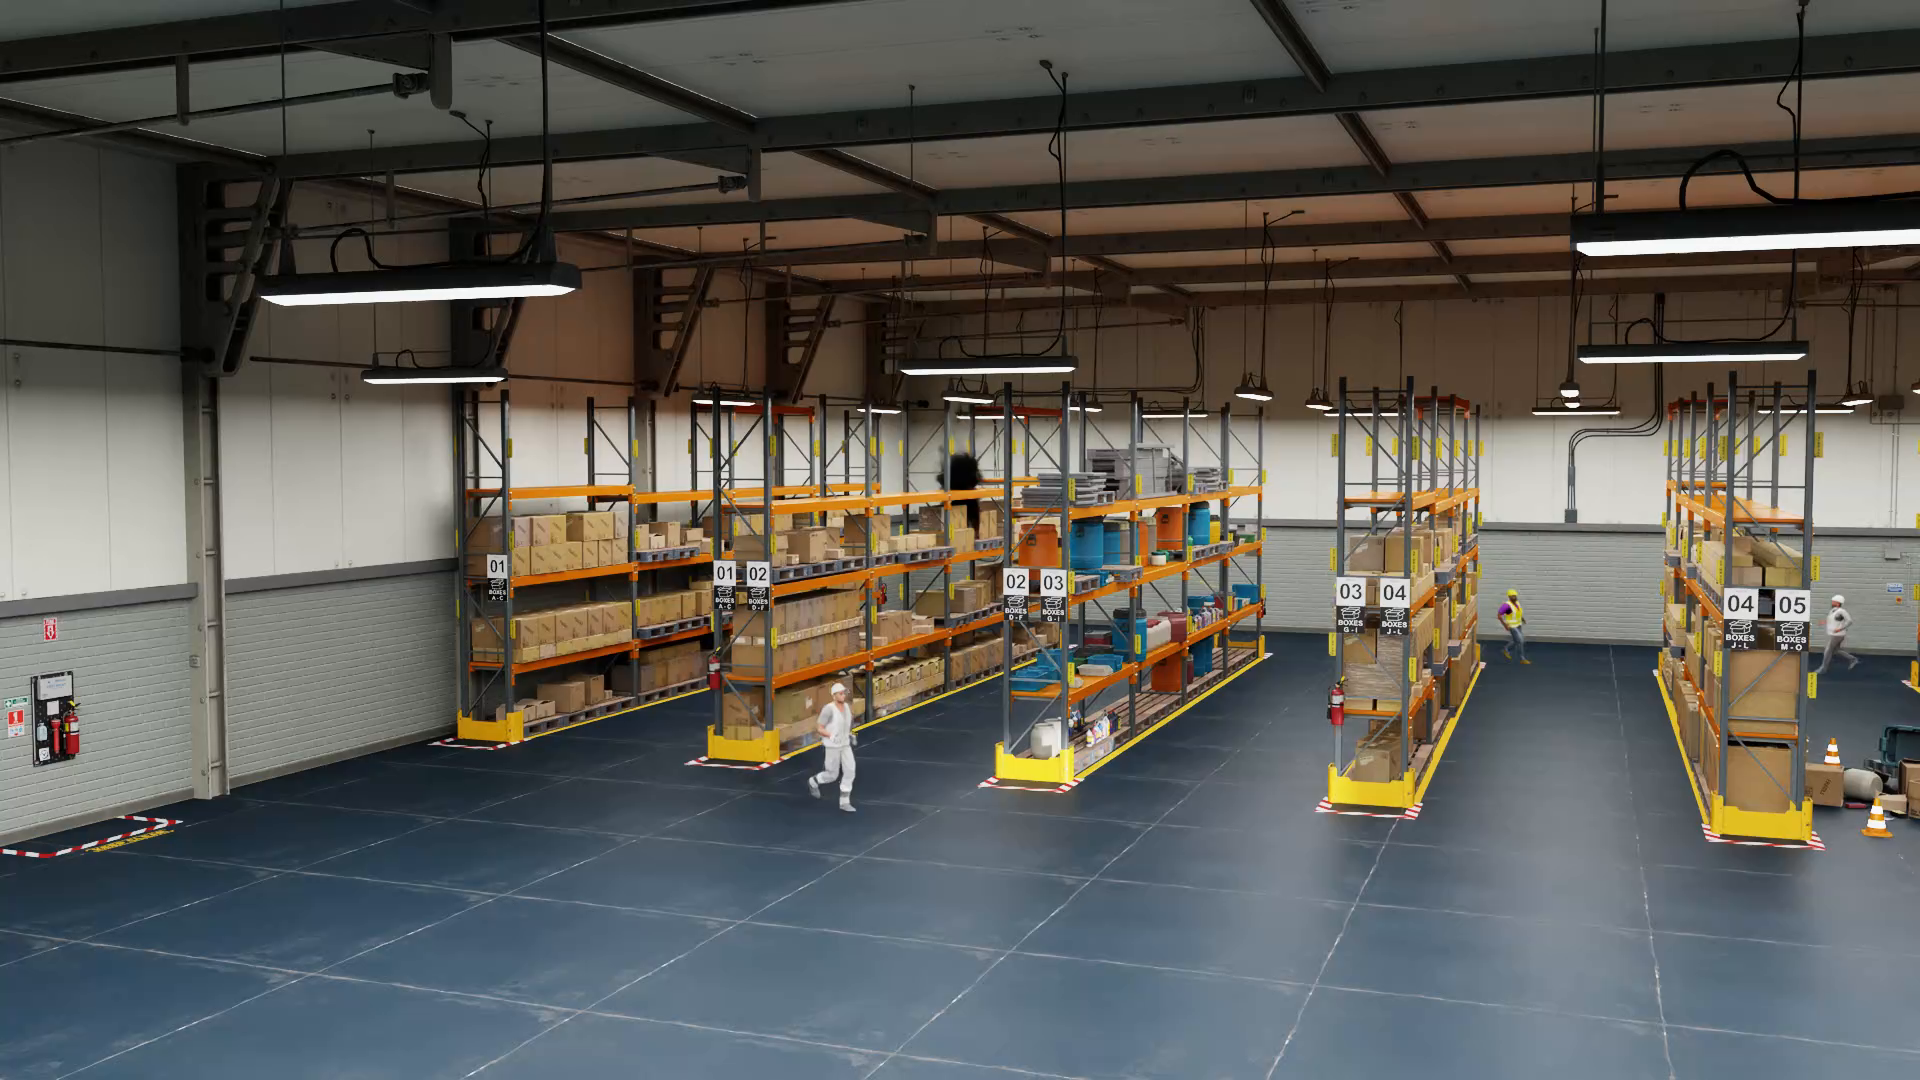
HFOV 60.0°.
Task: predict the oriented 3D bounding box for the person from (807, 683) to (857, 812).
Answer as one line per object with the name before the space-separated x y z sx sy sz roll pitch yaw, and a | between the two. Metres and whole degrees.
person | -1.751 2.852 23.058 0.873 1.758 0.643 3 4 43

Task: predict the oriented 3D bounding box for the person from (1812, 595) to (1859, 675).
person | 19.344 2.097 36.667 0.963 1.772 0.668 1 3 14

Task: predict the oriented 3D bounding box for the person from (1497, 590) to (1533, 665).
person | 12.793 2.008 38.559 0.762 1.737 0.852 -2 4 -37
